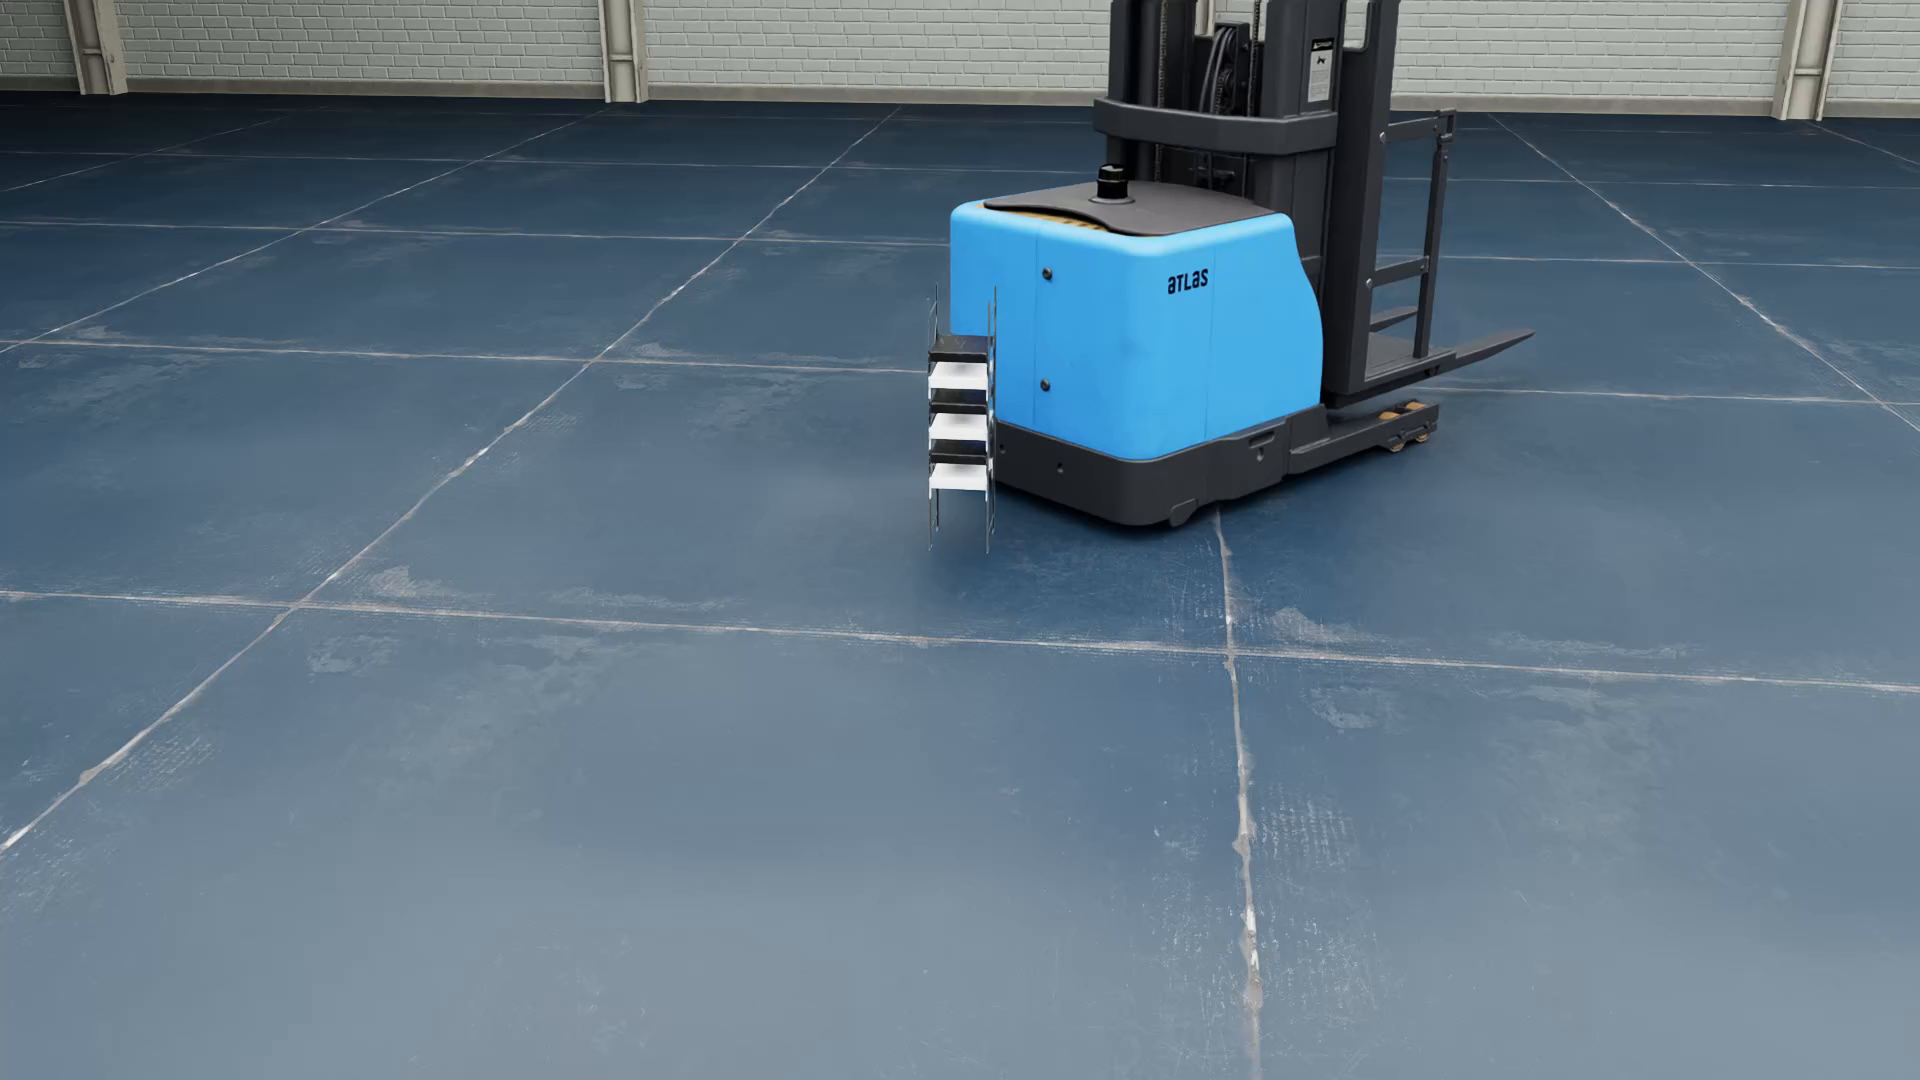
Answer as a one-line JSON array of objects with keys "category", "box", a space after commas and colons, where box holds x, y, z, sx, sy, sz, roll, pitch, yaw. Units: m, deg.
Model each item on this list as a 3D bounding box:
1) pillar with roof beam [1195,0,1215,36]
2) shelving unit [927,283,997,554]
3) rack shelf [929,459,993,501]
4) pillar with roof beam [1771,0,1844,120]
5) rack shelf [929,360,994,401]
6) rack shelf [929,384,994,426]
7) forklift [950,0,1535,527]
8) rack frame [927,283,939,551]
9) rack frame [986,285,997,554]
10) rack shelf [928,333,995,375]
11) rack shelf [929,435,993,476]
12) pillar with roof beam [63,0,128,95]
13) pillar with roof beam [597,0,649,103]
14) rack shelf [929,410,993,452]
[{"category": "pillar with roof beam", "box": [1.871, -7.082, 11.613, 0.400, 9.000, 9.100, 2, 22, 6]}, {"category": "shelving unit", "box": [0.008, -0.418, 5.773, 0.210, 0.900, 0.258, 2, 22, 6]}, {"category": "rack shelf", "box": [0.008, -0.220, 5.852, 0.200, 0.077, 0.258, 2, 22, 6]}, {"category": "pillar with roof beam", "box": [7.829, -6.822, 10.956, 0.400, 9.000, 9.100, 2, 22, 6]}, {"category": "rack shelf", "box": [0.008, -0.555, 5.720, 0.200, 0.077, 0.258, 2, 22, 6]}, {"category": "rack shelf", "box": [0.008, -0.471, 5.753, 0.200, 0.077, 0.258, 2, 22, 6]}, {"category": "forklift", "box": [1.371, -1.849, 6.631, 3.031, 2.935, 1.130, -19, 28, -39]}, {"category": "rack frame", "box": [-0.093, -0.423, 5.785, 0.006, 0.900, 0.240, 2, 22, 6]}, {"category": "rack frame", "box": [0.109, -0.414, 5.762, 0.006, 0.900, 0.240, 2, 22, 6]}, {"category": "rack shelf", "box": [0.008, -0.638, 5.686, 0.200, 0.077, 0.258, 2, 22, 6]}, {"category": "rack shelf", "box": [0.008, -0.303, 5.819, 0.200, 0.077, 0.258, 2, 22, 6]}, {"category": "pillar with roof beam", "box": [-10.046, -7.601, 12.926, 0.400, 9.000, 9.100, 2, 22, 6]}, {"category": "pillar with roof beam", "box": [-4.087, -7.341, 12.269, 0.400, 9.000, 9.100, 2, 22, 6]}, {"category": "rack shelf", "box": [0.008, -0.387, 5.786, 0.200, 0.077, 0.258, 2, 22, 6]}]
